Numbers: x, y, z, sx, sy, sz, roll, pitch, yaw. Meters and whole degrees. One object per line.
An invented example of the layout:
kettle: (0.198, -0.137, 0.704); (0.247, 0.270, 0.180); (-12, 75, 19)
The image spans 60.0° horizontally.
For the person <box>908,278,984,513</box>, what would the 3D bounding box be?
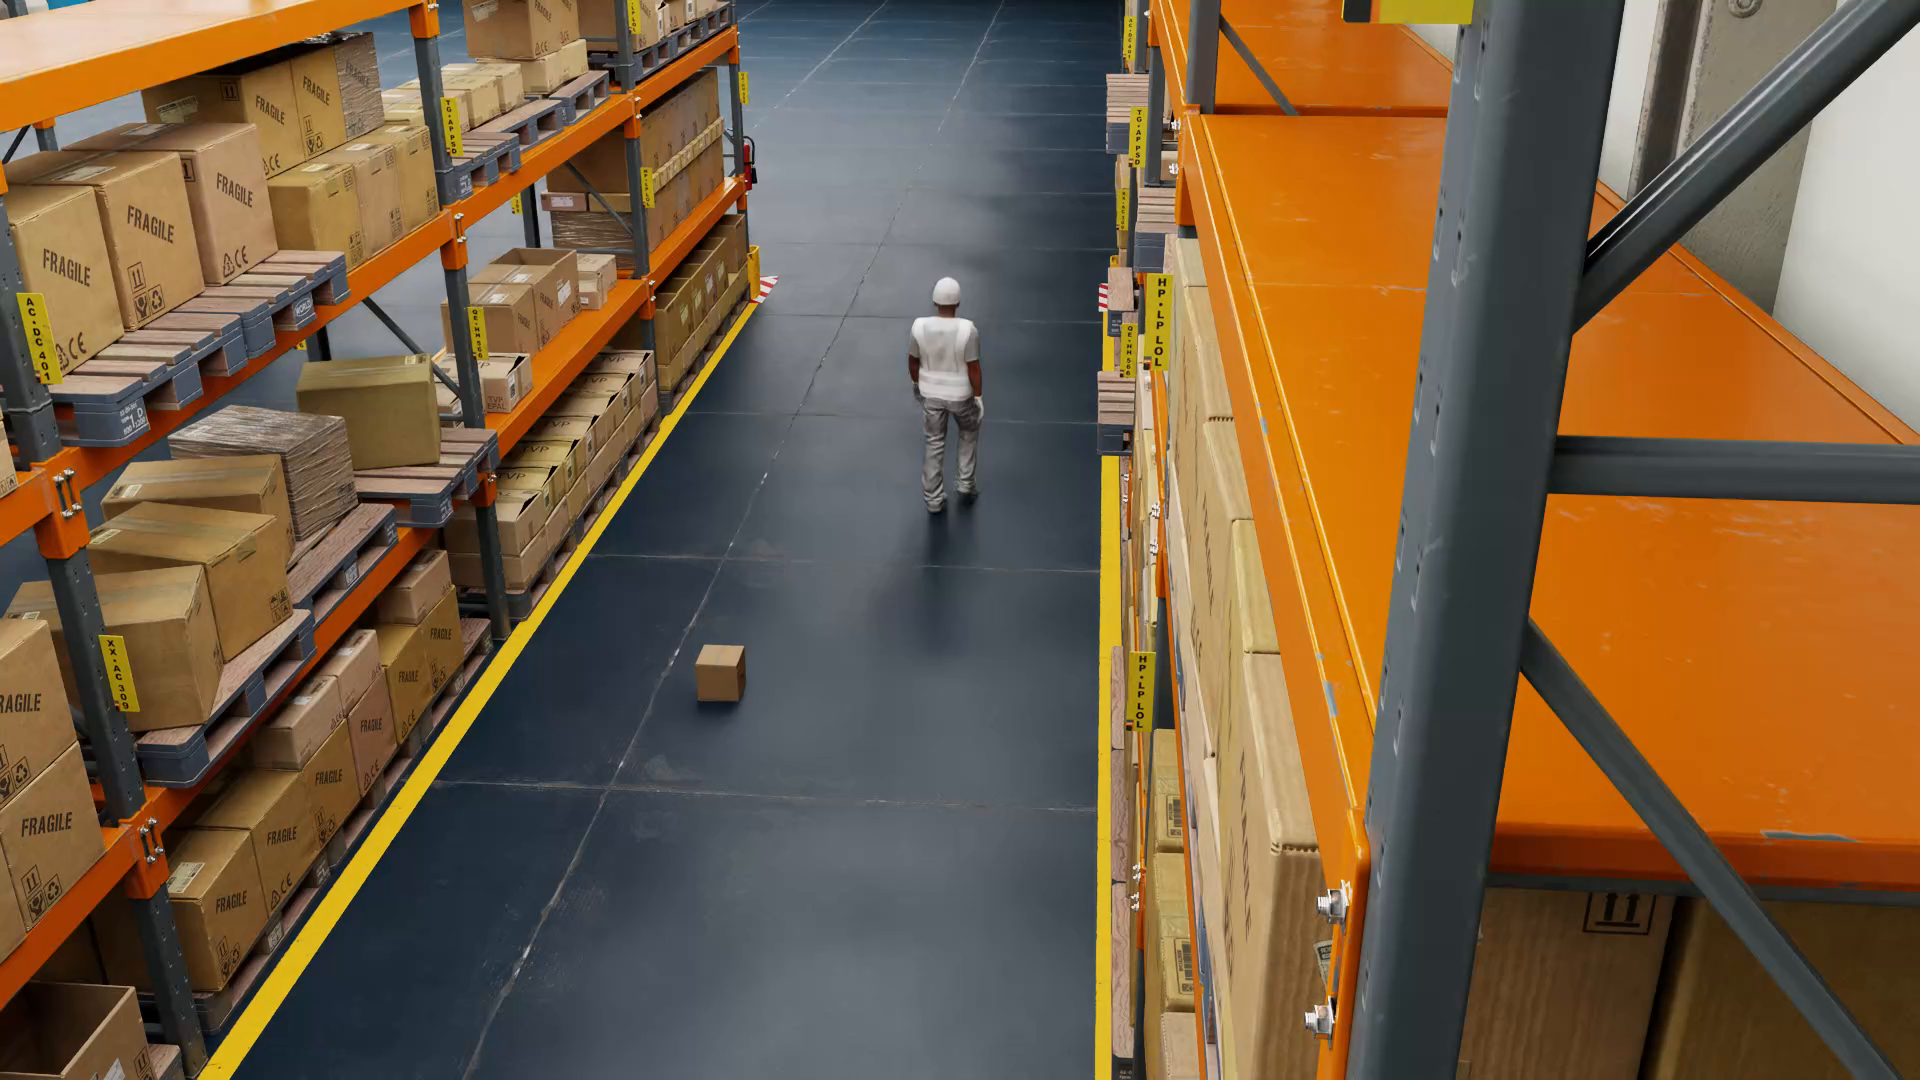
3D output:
person: (-0.080, -1.085, 12.430); (0.602, 1.846, 0.626); (5, 25, 11)
